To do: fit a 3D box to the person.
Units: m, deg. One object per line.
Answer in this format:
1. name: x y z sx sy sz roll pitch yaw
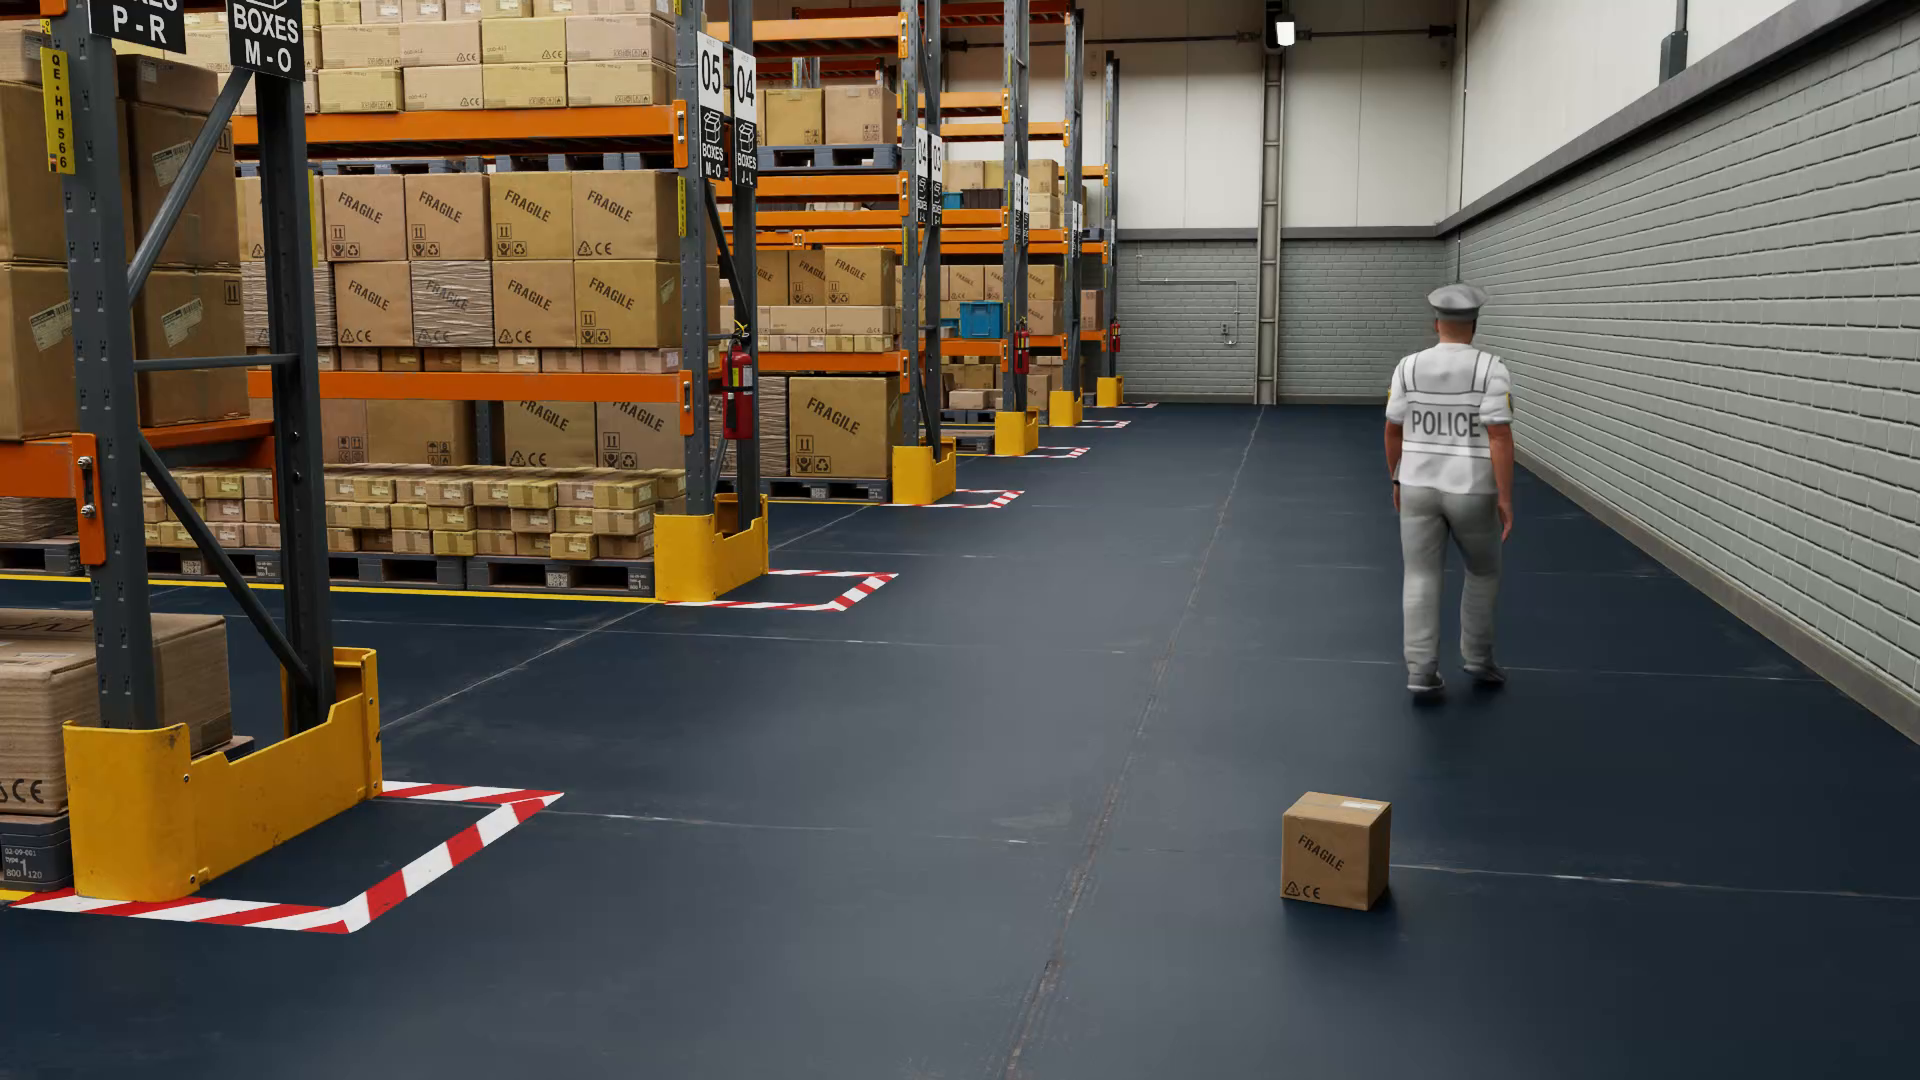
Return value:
1. person: 2.146 -0.202 7.254 0.578 1.812 0.786 4 9 26
